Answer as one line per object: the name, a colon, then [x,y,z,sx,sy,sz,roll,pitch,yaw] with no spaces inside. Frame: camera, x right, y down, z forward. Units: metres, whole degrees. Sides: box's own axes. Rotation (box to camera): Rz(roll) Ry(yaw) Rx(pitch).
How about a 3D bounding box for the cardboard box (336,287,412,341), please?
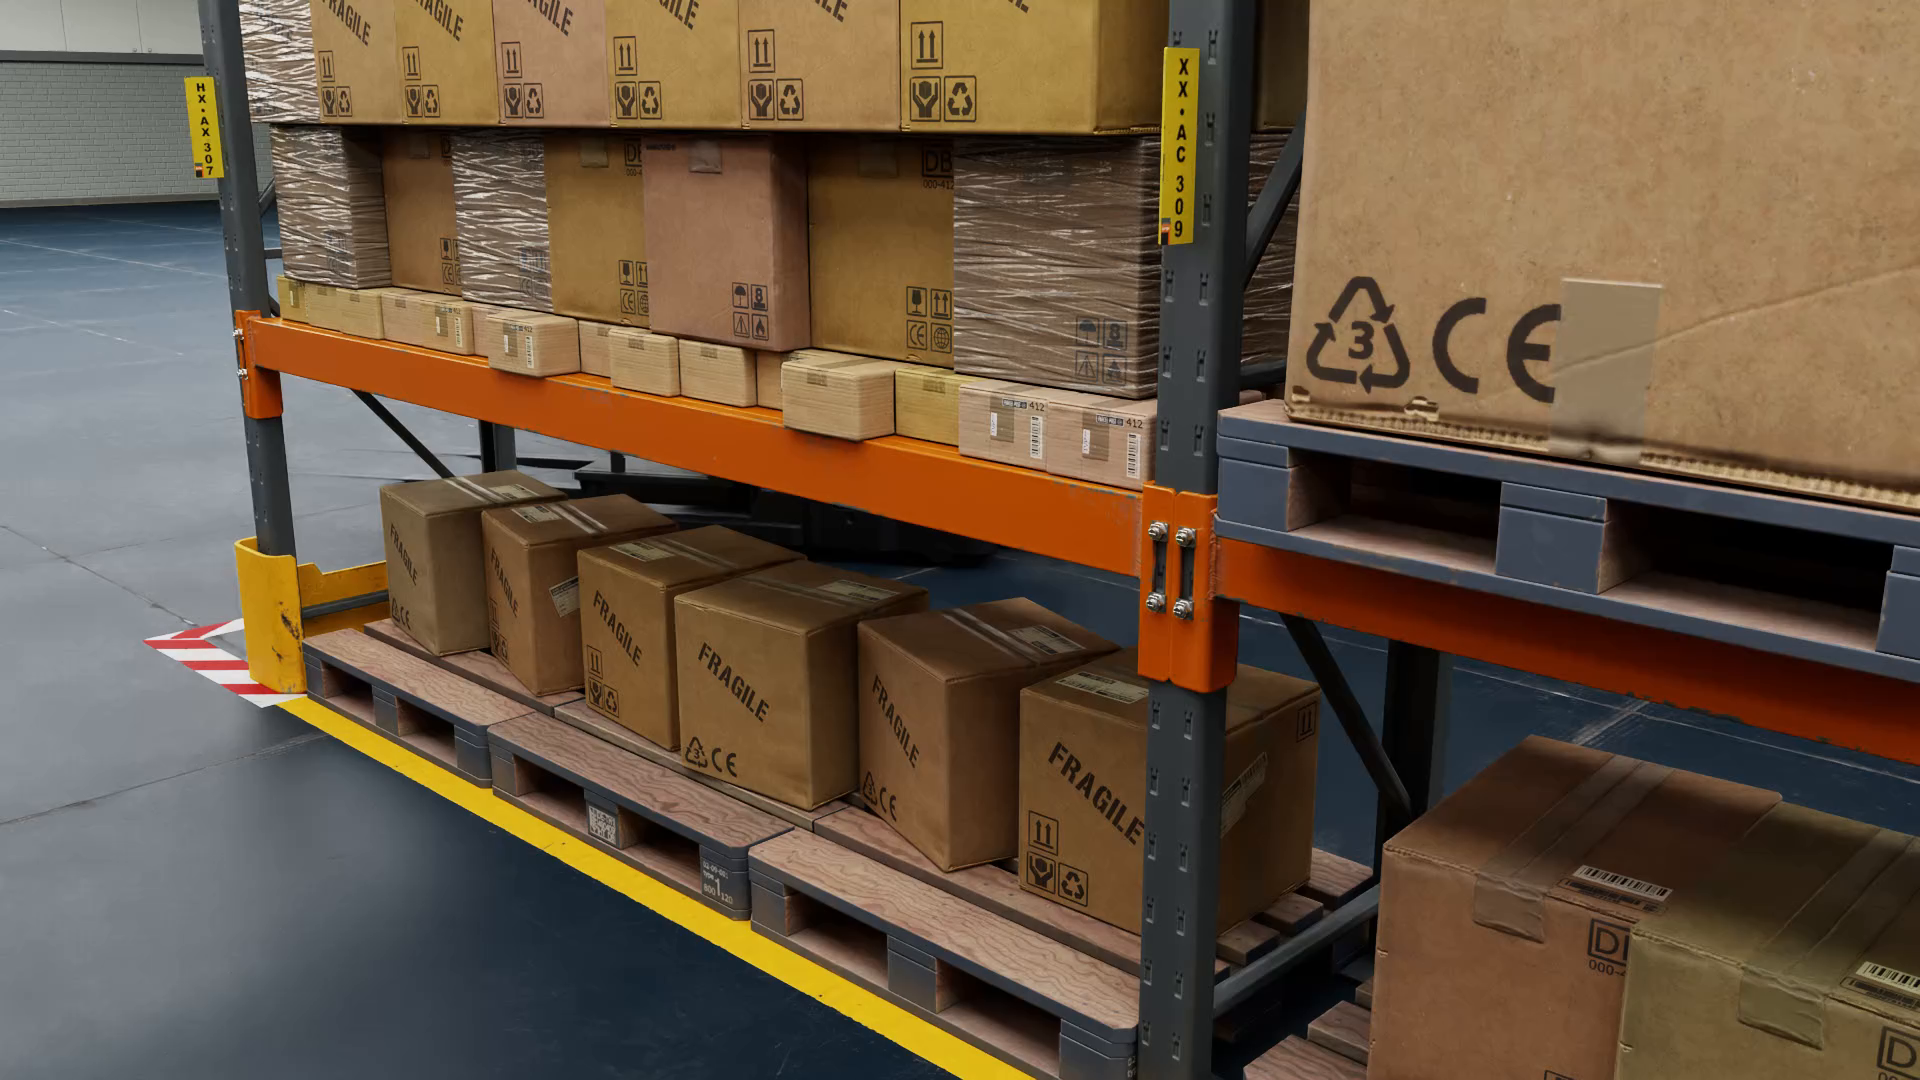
cardboard box: [-1.757,-0.743,5.332,0.250,0.149,0.380,14,20,42]

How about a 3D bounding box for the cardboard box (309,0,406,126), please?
cardboard box: [-1.571,-1.493,4.941,0.500,0.500,0.500,14,20,42]

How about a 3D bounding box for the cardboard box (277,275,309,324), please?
cardboard box: [-2.093,-0.836,5.691,0.250,0.149,0.380,14,20,42]

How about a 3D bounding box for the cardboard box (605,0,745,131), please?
cardboard box: [-0.488,-1.231,3.936,0.500,0.500,0.500,14,20,42]

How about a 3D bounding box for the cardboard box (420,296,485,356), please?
cardboard box: [-1.387,-0.658,5.005,0.250,0.149,0.380,14,20,42]

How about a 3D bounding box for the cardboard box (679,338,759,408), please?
cardboard box: [-0.477,-0.442,4.176,0.250,0.149,0.380,14,20,42]

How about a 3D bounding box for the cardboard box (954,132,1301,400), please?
cardboard box: [0.466,-0.633,3.626,0.500,0.500,0.875,14,20,42]

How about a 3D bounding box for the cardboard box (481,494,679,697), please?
cardboard box: [-1.241,0.166,5.470,0.500,0.500,0.500,-9,17,-30]

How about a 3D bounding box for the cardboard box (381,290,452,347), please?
cardboard box: [-1.562,-0.703,5.178,0.250,0.149,0.380,14,20,42]

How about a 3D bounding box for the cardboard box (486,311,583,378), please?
cardboard box: [-1.081,-0.556,4.616,0.250,0.149,0.380,14,20,42]

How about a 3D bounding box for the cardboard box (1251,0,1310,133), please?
cardboard box: [0.599,-1.152,3.633,0.500,0.500,0.500,14,20,42]

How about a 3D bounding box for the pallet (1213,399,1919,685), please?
pallet: [1.196,-0.098,2.740,1.213,0.211,1.003,14,20,42]

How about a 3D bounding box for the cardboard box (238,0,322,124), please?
cardboard box: [-1.926,-1.582,5.282,0.500,0.500,0.500,14,20,42]

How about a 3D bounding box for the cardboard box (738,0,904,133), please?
cardboard box: [-0.129,-1.143,3.600,0.500,0.500,0.500,14,20,42]

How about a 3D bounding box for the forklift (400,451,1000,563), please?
forklift: [-1.212,-1.492,7.847,3.031,2.935,1.130,3,15,13]

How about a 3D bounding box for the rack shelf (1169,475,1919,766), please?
rack shelf: [2.187,0.347,2.078,4.000,0.370,1.077,14,20,42]

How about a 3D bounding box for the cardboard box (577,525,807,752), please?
cardboard box: [-0.803,0.279,5.037,0.500,0.500,0.500,-12,19,-39]

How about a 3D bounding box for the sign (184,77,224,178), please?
sign: [-2.509,-1.371,5.530,0.005,0.325,0.100,14,20,42]

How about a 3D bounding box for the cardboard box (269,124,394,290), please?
cardboard box: [-1.756,-1.142,5.578,0.500,0.500,0.875,14,20,42]

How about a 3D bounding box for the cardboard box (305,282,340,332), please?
cardboard box: [-1.926,-0.789,5.510,0.250,0.149,0.380,14,20,42]

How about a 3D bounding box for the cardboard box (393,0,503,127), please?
cardboard box: [-1.210,-1.406,4.606,0.500,0.500,0.500,14,20,42]

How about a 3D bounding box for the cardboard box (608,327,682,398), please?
cardboard box: [-0.682,-0.479,4.319,0.250,0.149,0.380,14,20,42]

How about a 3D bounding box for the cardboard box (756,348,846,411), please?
cardboard box: [-0.269,-0.405,4.036,0.250,0.149,0.380,14,20,42]

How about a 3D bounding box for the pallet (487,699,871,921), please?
pallet: [-0.644,0.674,4.928,1.213,0.211,1.003,14,20,42]

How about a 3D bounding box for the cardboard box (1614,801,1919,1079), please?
cardboard box: [1.504,0.844,2.829,0.500,0.500,0.700,14,20,42]

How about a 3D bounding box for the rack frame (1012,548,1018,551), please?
rack frame: [0.356,-1.009,7.642,0.015,2.100,0.400,9,17,31]

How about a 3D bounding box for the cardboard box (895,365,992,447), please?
cardboard box: [0.076,-0.314,3.686,0.250,0.149,0.380,14,20,42]

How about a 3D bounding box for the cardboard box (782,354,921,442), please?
cardboard box: [-0.181,-0.337,3.776,0.250,0.149,0.380,14,20,42]

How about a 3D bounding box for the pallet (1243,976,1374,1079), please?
pallet: [1.308,1.134,3.160,1.213,0.211,1.003,14,20,42]

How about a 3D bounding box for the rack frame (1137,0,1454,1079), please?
rack frame: [0.747,-0.351,3.330,0.127,3.000,1.000,14,20,42]

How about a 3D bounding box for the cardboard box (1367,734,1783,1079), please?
cardboard box: [1.174,0.757,3.163,0.500,0.500,0.700,12,19,38]

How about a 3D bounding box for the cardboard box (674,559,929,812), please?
cardboard box: [-0.432,0.385,4.631,0.500,0.500,0.500,11,18,37]

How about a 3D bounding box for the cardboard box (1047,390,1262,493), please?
cardboard box: [0.388,-0.214,3.302,0.250,0.149,0.380,14,20,42]

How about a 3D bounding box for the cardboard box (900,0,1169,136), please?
cardboard box: [0.232,-1.056,3.265,0.500,0.500,0.500,14,20,42]

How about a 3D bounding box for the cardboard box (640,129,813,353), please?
cardboard box: [-0.300,-0.796,4.252,0.500,0.500,0.875,14,20,42]

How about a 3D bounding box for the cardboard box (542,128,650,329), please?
cardboard box: [-0.631,-0.891,4.616,0.500,0.500,0.875,14,20,42]

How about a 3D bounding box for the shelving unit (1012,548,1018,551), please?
shelving unit: [0.562,-0.977,7.516,0.503,2.100,0.431,9,17,31]

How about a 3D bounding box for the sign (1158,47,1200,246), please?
sign: [0.376,-0.670,2.838,0.005,0.325,0.100,14,20,42]

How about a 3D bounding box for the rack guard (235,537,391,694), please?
rack guard: [-2.078,0.172,6.281,0.348,0.500,1.175,14,20,42]

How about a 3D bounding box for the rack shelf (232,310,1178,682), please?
rack shelf: [-0.693,-0.353,4.764,4.000,0.370,1.077,14,20,42]

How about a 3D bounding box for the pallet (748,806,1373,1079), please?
pallet: [0.239,0.887,4.108,1.213,0.211,1.003,14,20,42]

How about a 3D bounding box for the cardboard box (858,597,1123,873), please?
cardboard box: [0.069,0.479,4.268,0.500,0.500,0.500,-8,16,-27]

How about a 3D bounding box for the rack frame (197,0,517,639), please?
rack frame: [-2.133,-1.051,6.017,0.127,3.000,1.000,14,20,42]

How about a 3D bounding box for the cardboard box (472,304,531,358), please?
cardboard box: [-1.189,-0.619,4.856,0.250,0.149,0.380,14,20,42]

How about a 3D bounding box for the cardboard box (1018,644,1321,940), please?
cardboard box: [0.487,0.578,3.889,0.500,0.500,0.500,13,19,41]

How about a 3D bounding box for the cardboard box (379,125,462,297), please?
cardboard box: [-1.313,-1.076,5.326,0.500,0.500,0.875,14,20,42]

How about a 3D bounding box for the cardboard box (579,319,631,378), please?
cardboard box: [-0.808,-0.537,4.541,0.250,0.149,0.380,14,20,42]

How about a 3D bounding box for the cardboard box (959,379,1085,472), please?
cardboard box: [0.215,-0.259,3.476,0.250,0.149,0.380,14,20,42]

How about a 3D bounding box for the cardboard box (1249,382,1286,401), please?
cardboard box: [0.801,-0.322,3.716,0.250,0.149,0.380,14,20,42]

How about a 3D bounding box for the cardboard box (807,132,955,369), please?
cardboard box: [0.130,-0.727,3.986,0.500,0.500,0.875,14,20,42]

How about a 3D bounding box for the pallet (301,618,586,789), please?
pallet: [-1.518,0.460,5.747,1.213,0.211,1.003,14,20,42]

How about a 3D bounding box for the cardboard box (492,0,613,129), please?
cardboard box: [-0.846,-1.319,4.274,0.500,0.500,0.500,14,20,42]

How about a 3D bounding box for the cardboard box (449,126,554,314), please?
cardboard box: [-0.983,-0.981,4.960,0.500,0.500,0.875,14,20,42]

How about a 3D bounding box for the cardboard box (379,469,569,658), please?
cardboard box: [-1.695,0.068,5.848,0.500,0.500,0.500,-10,18,-34]

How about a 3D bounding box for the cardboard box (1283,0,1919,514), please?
cardboard box: [1.222,-0.680,2.571,1.000,1.000,1.000,14,20,43]
